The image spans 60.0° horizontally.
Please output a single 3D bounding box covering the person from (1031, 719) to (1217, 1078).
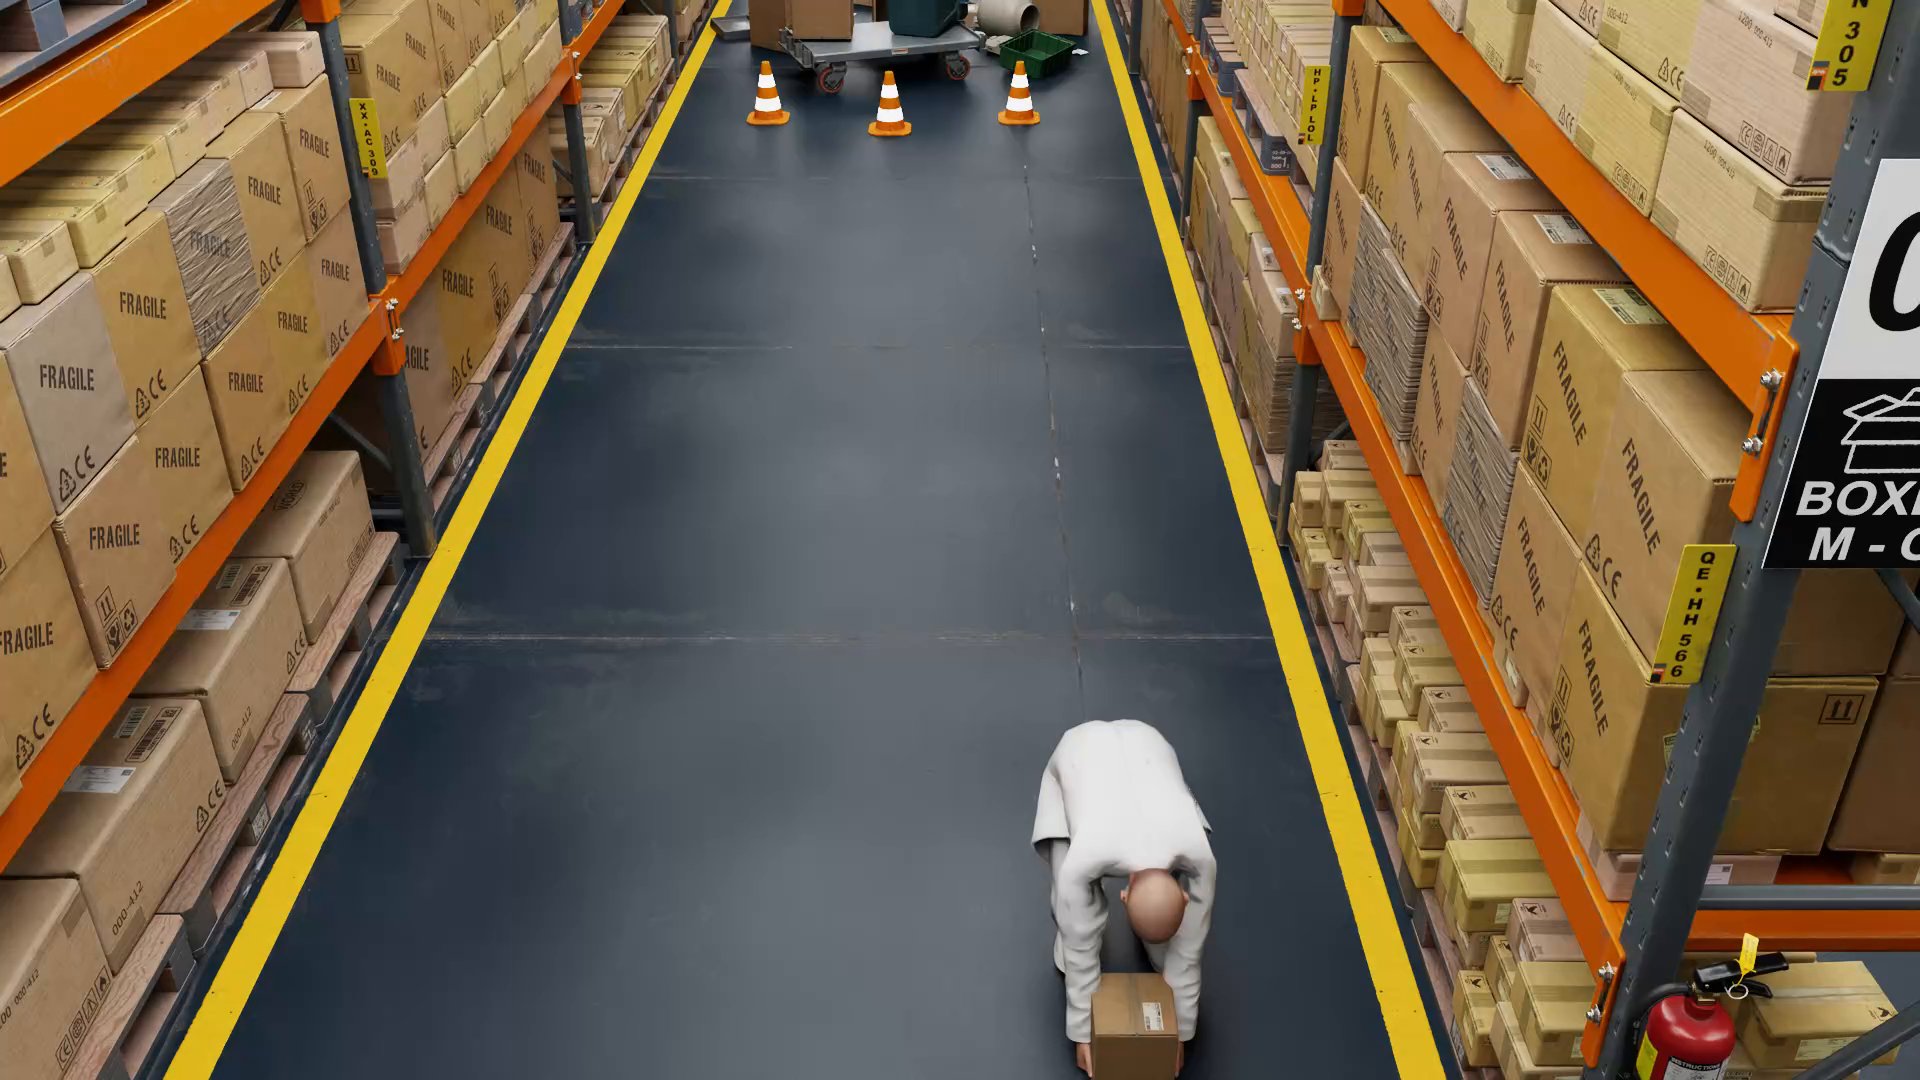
[{"bbox_3d":[0.524,1.086,5.273,0.587,0.862,0.953,-2,31,-3],"label":"person"}]
